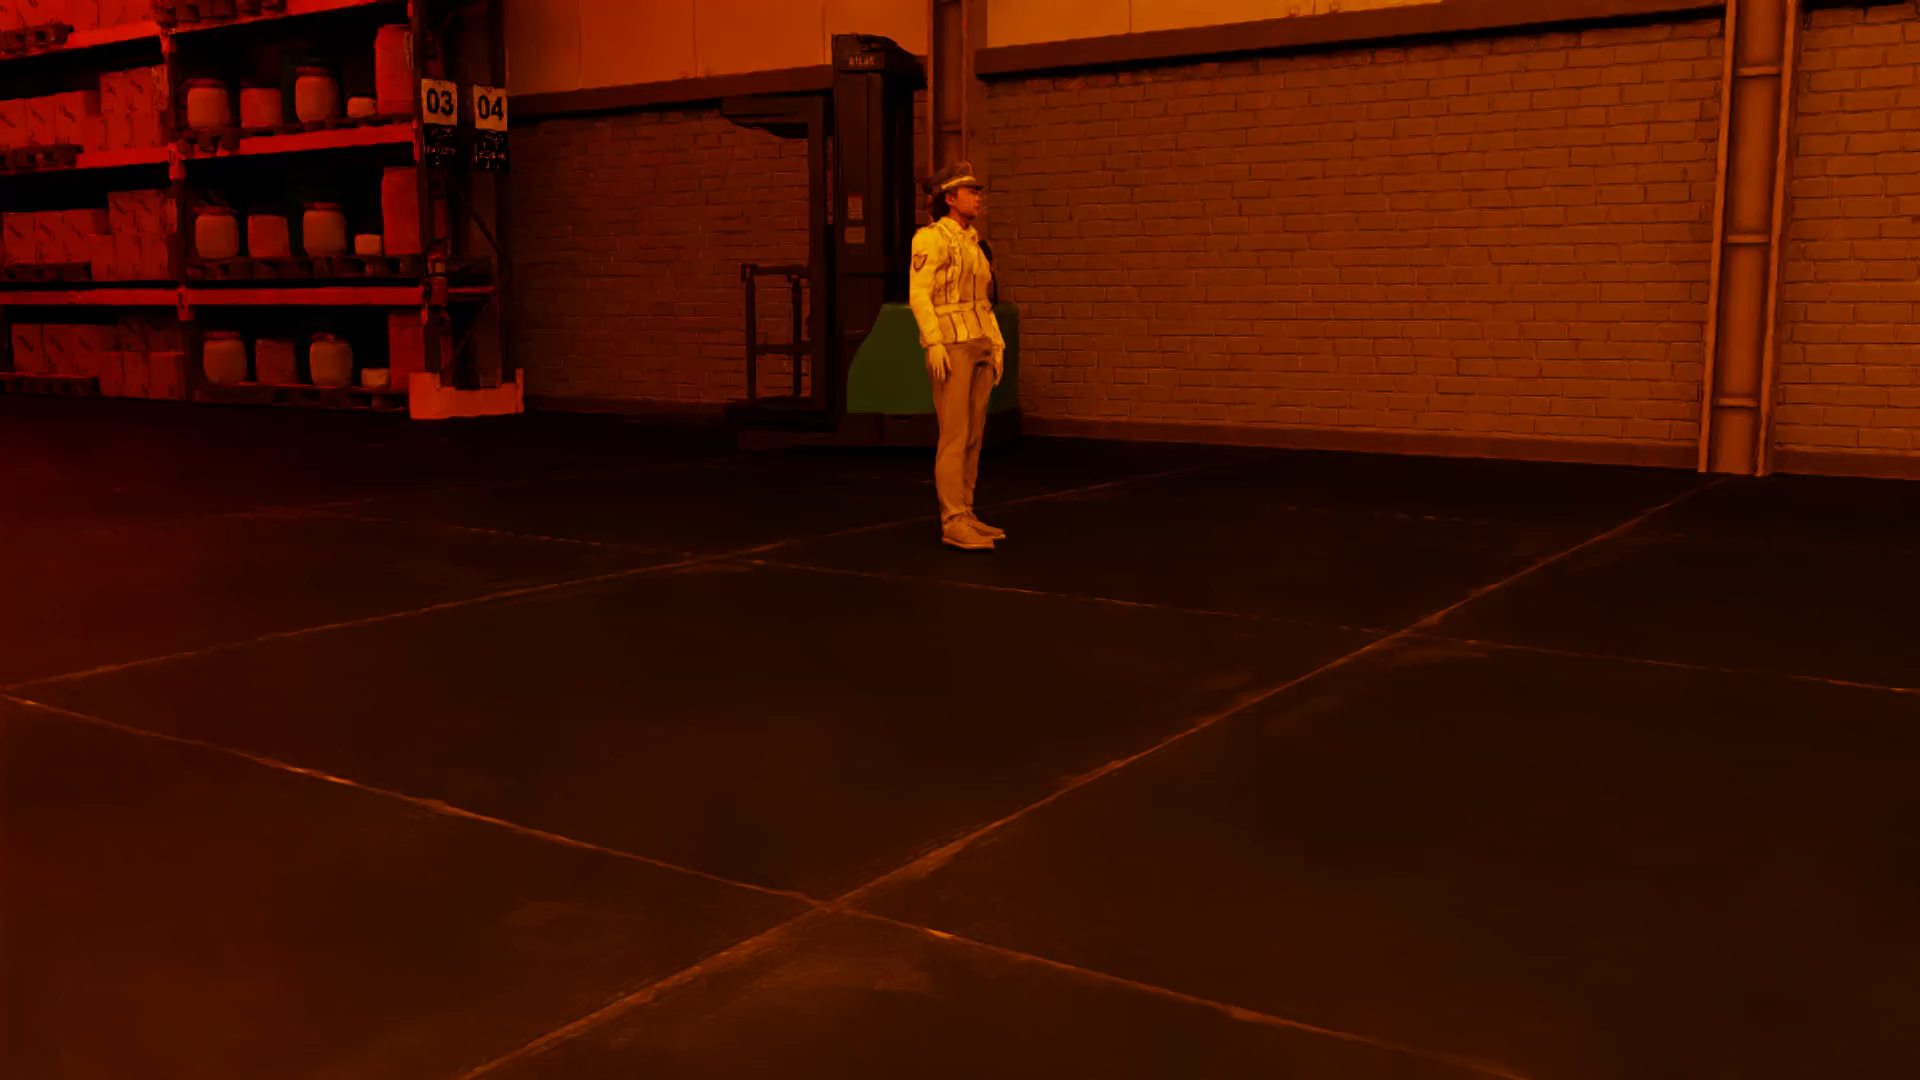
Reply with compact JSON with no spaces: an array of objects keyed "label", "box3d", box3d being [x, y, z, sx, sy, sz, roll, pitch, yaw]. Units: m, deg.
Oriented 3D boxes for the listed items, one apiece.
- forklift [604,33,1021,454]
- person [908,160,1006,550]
[{"label":"forklift","box3d":[-1.121,-2.138,12.226,3.031,2.935,1.130,2,8,14]},{"label":"person","box3d":[0.052,-0.840,7.440,0.533,1.695,0.586,5,10,34]}]
